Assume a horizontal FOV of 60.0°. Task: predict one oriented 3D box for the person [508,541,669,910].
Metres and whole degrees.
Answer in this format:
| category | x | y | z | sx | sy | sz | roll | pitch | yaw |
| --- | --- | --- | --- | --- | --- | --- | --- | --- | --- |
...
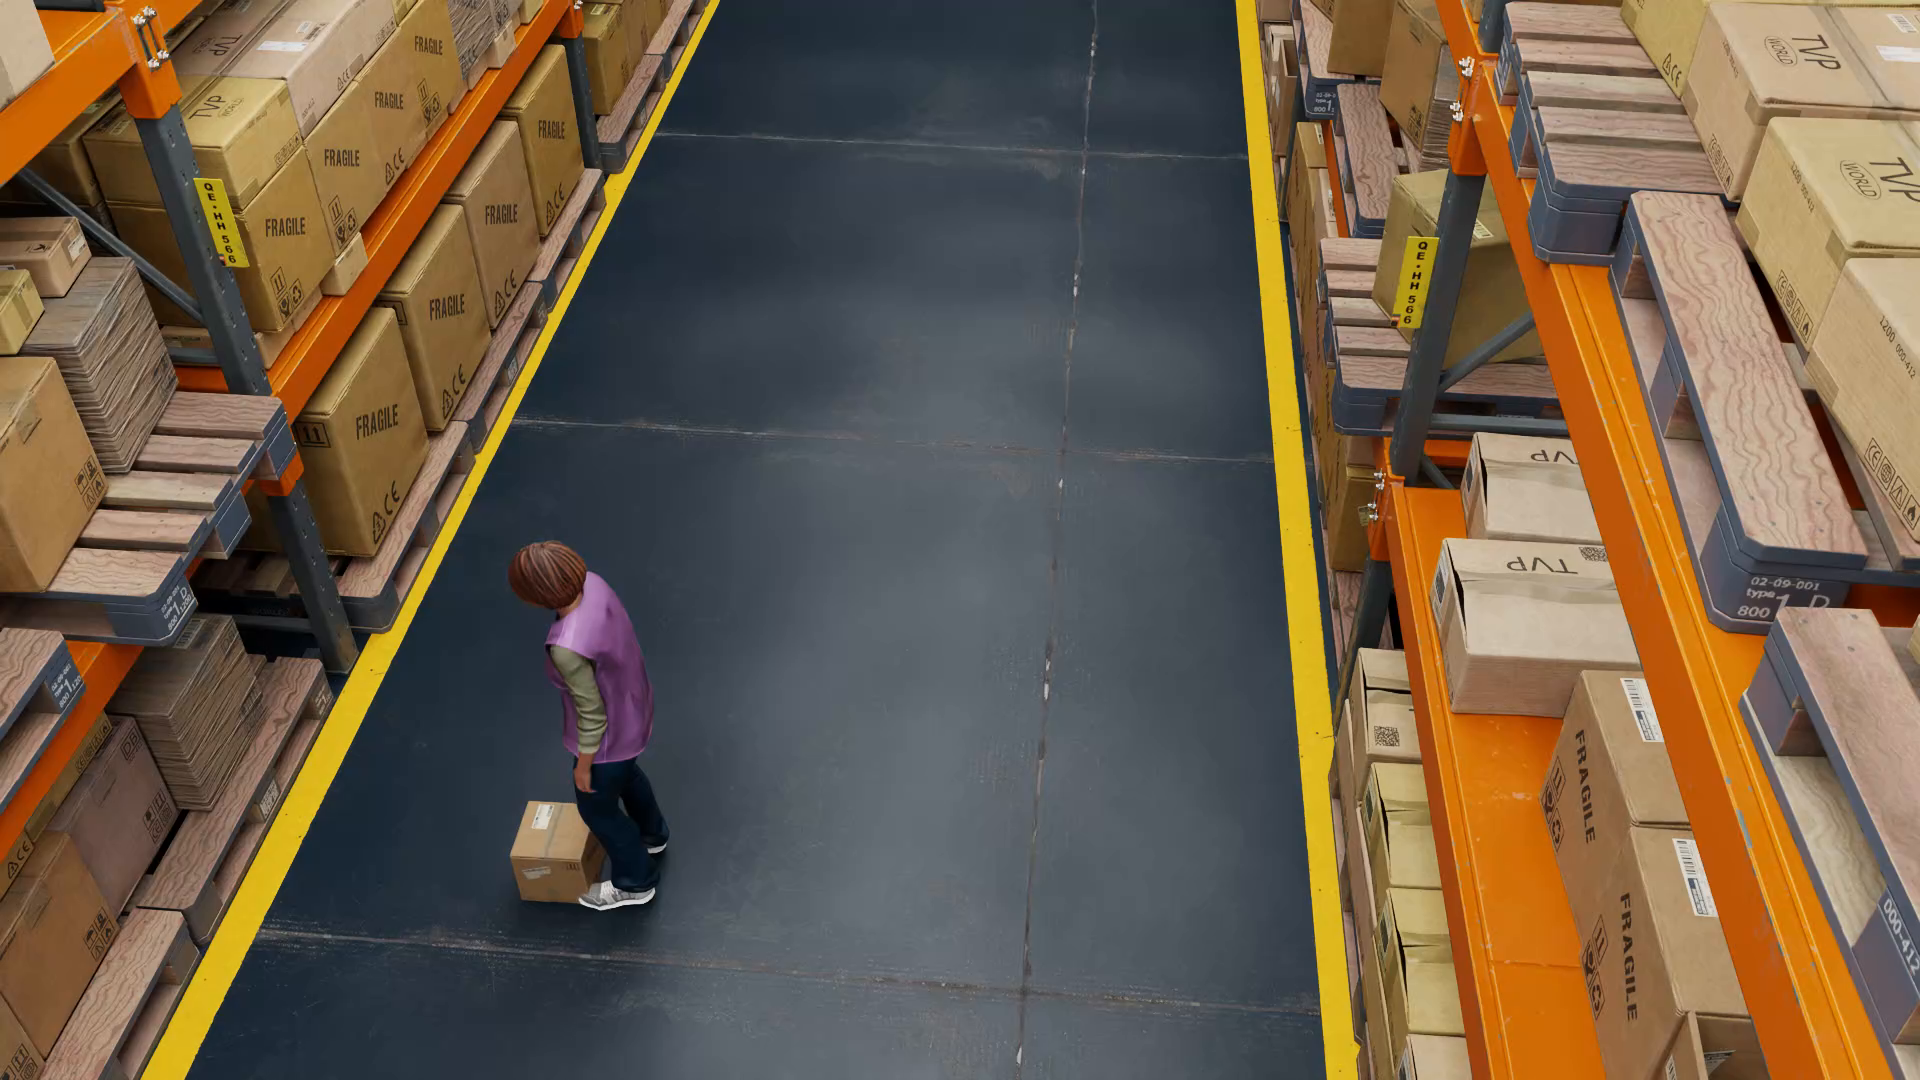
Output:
| category | x | y | z | sx | sy | sz | roll | pitch | yaw |
| --- | --- | --- | --- | --- | --- | --- | --- | --- | --- |
| person | -1.176 | 0.609 | 5.457 | 0.345 | 1.591 | 0.478 | 1 | 41 | 1 |
